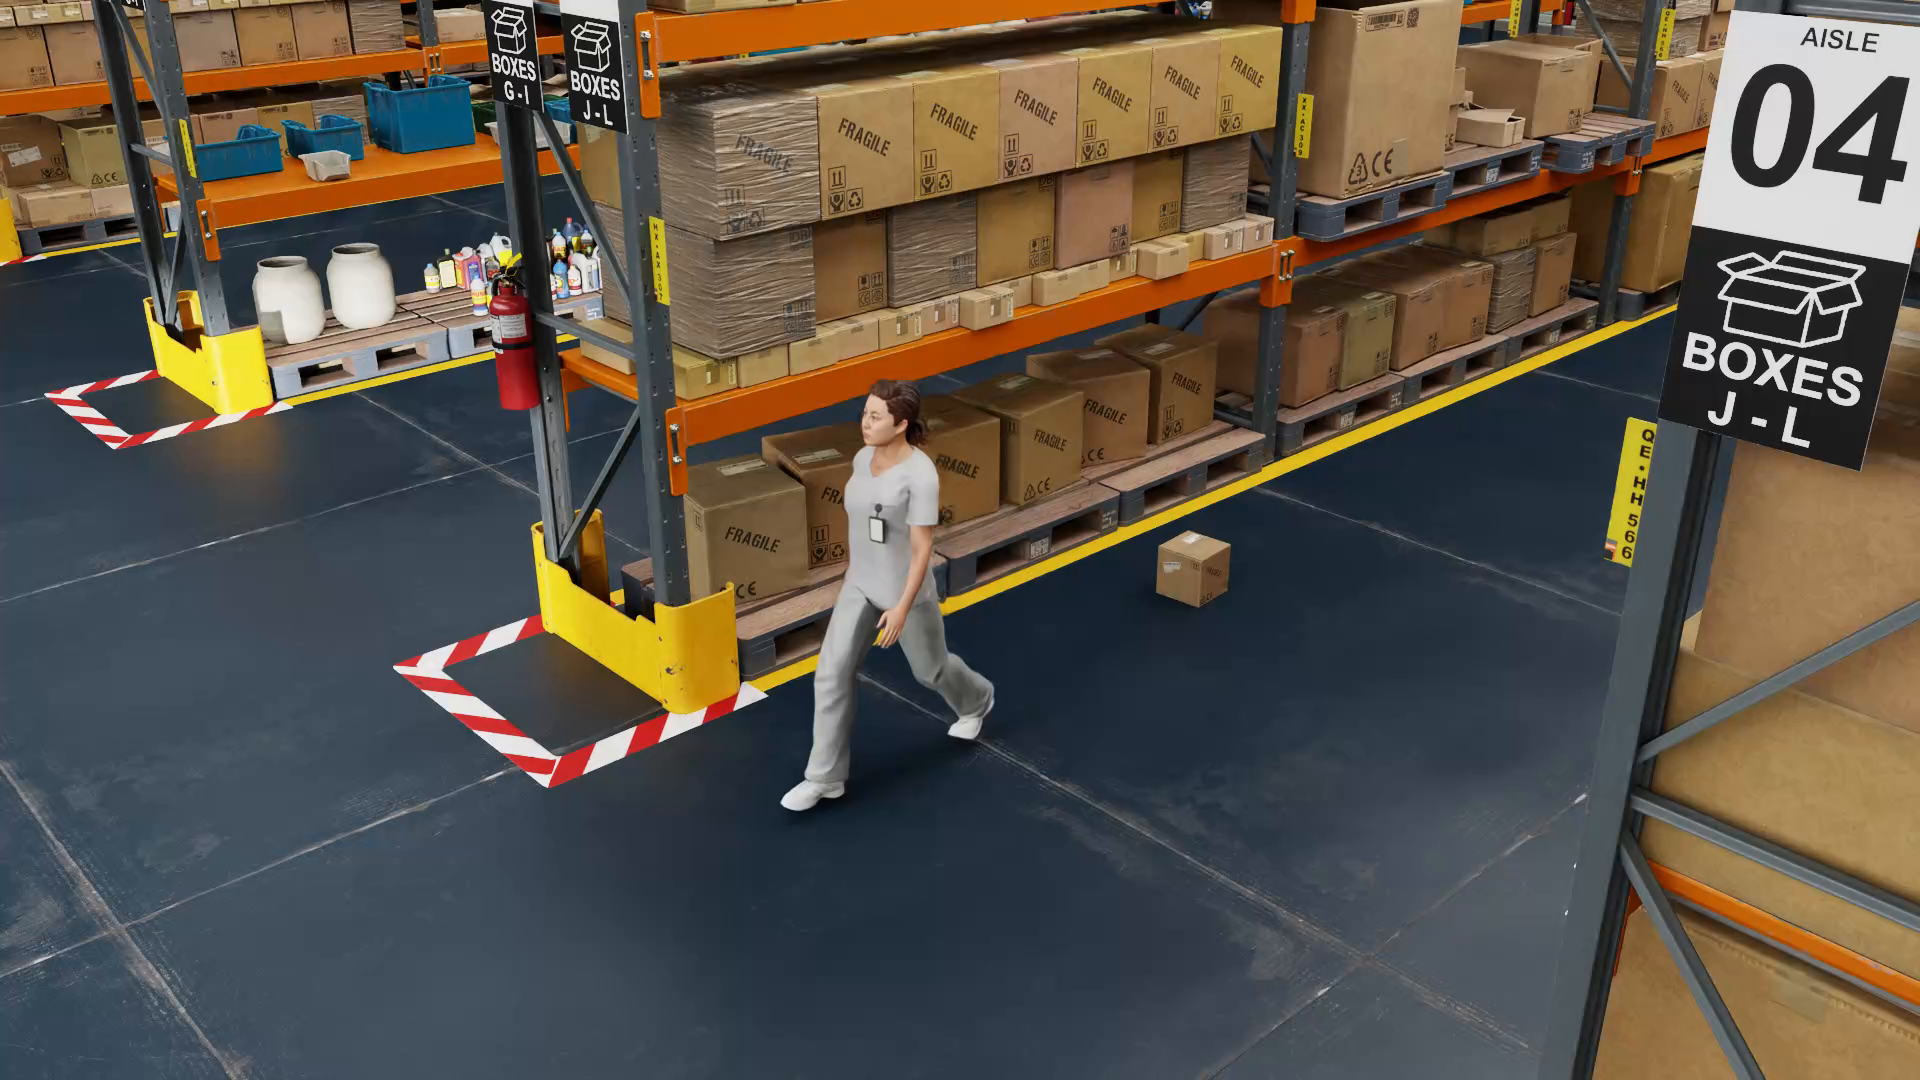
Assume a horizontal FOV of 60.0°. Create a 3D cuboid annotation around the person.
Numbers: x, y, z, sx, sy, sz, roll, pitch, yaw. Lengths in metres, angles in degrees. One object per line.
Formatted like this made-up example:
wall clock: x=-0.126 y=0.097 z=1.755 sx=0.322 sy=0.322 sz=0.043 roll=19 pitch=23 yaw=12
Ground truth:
person: x=-0.253 y=0.182 z=6.231 sx=0.450 sy=1.599 sz=1.051 roll=18 pitch=30 yaw=34
